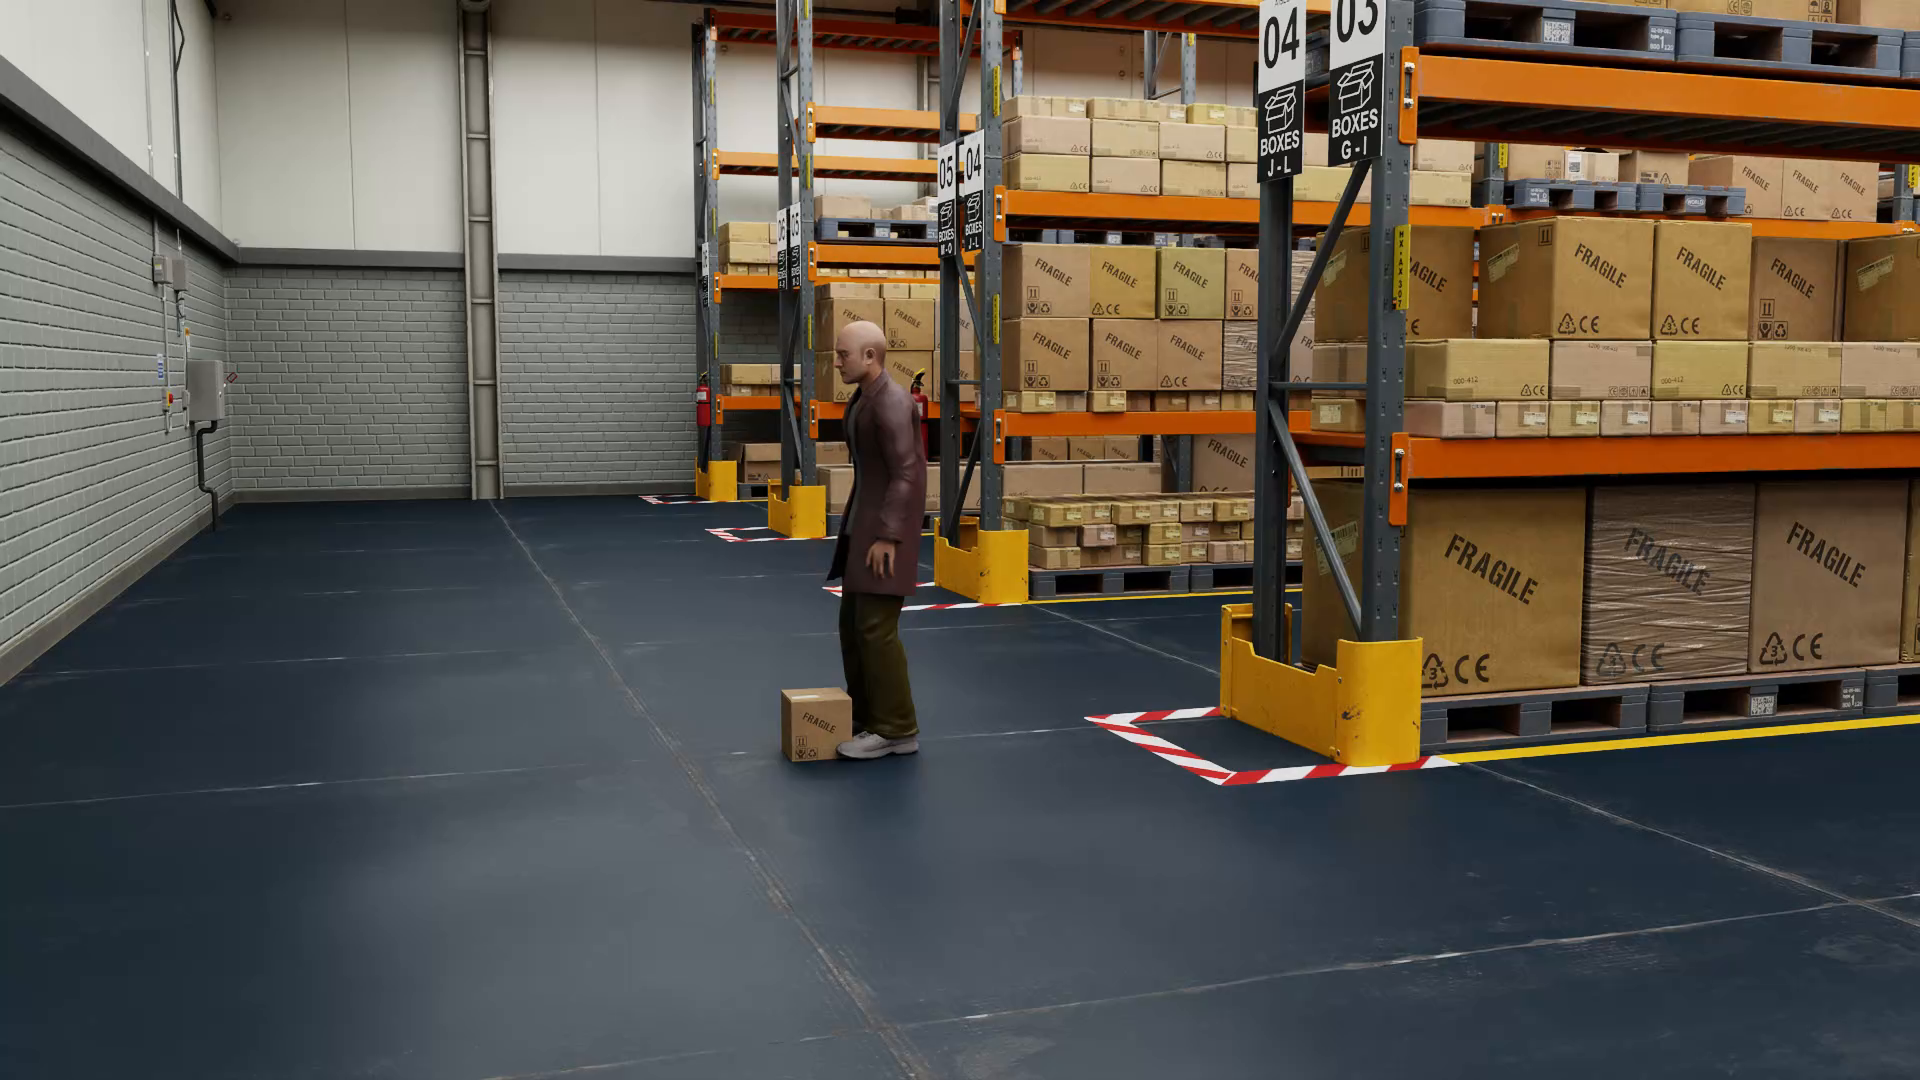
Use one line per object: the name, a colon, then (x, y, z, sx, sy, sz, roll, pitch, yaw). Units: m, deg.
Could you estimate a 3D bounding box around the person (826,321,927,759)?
person: (-0.361, -0.010, 6.866, 0.428, 1.773, 0.641, -2, 6, -19)
